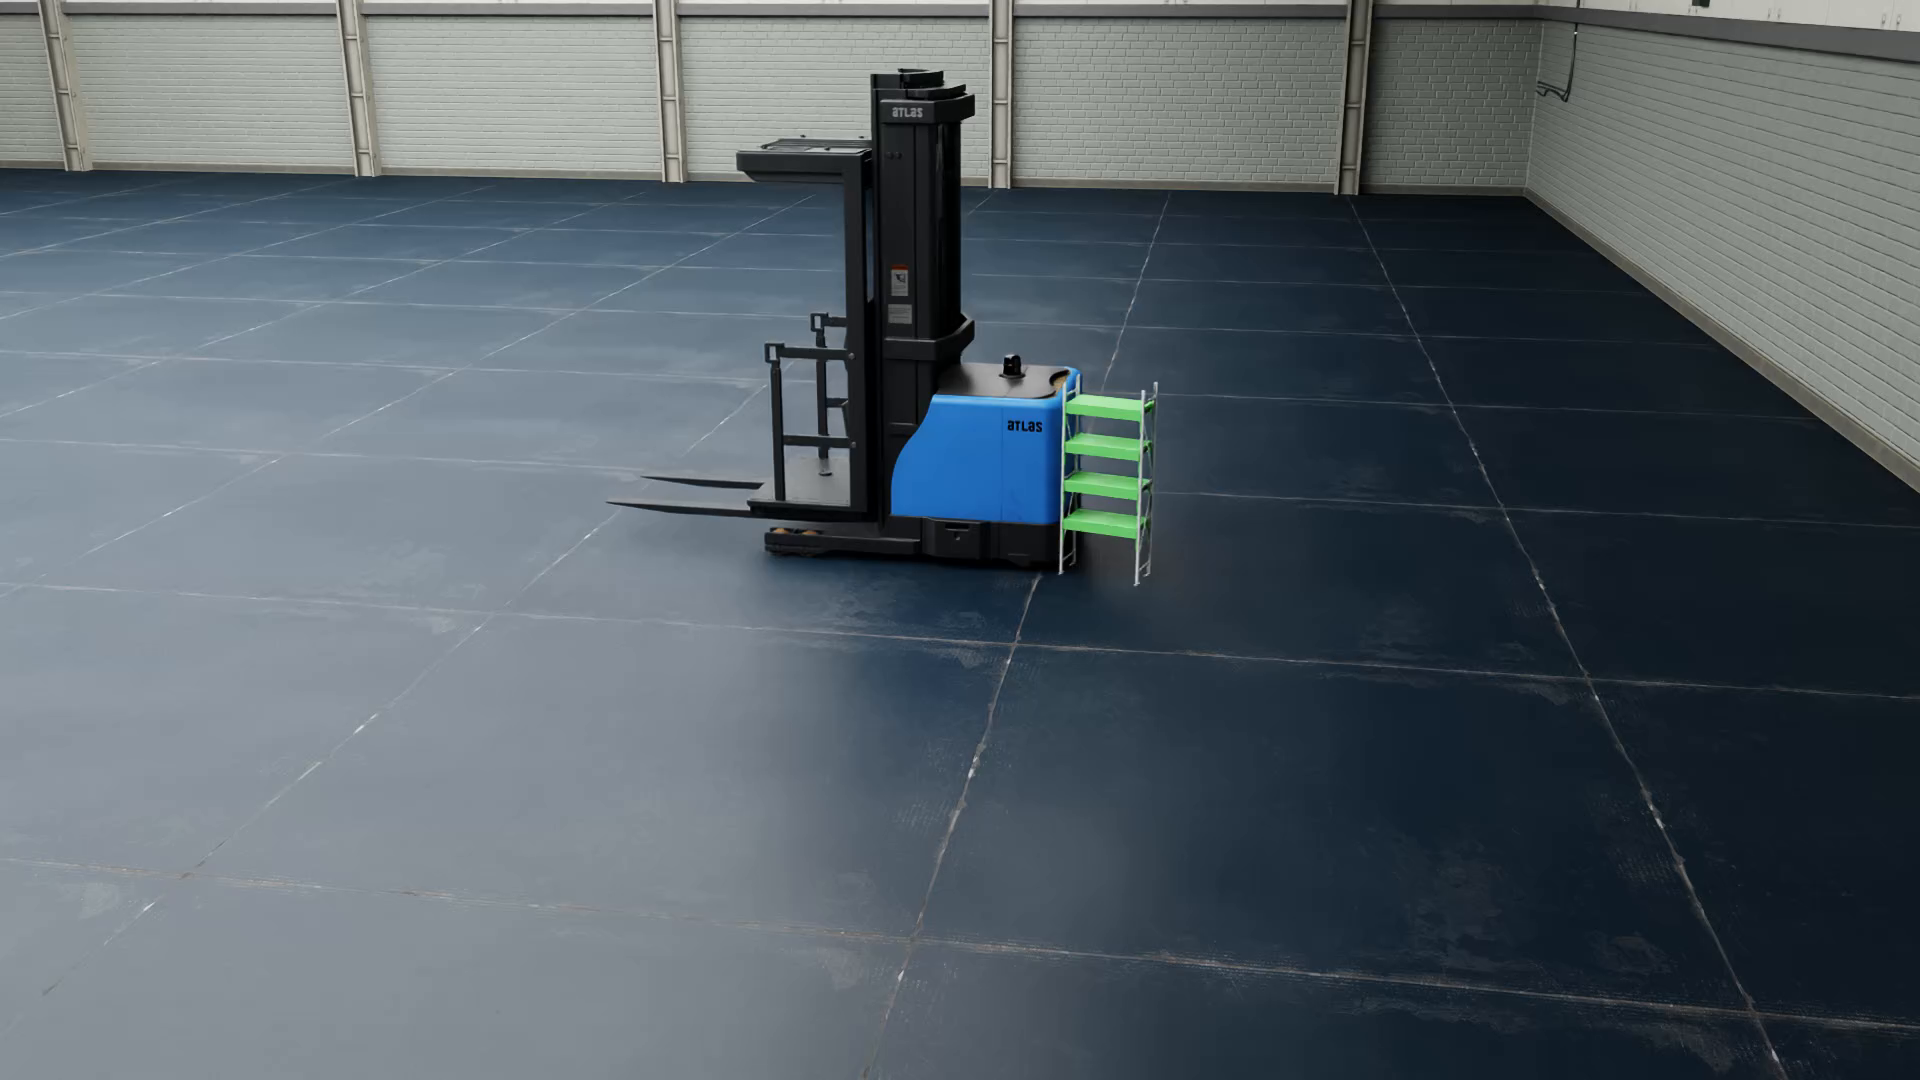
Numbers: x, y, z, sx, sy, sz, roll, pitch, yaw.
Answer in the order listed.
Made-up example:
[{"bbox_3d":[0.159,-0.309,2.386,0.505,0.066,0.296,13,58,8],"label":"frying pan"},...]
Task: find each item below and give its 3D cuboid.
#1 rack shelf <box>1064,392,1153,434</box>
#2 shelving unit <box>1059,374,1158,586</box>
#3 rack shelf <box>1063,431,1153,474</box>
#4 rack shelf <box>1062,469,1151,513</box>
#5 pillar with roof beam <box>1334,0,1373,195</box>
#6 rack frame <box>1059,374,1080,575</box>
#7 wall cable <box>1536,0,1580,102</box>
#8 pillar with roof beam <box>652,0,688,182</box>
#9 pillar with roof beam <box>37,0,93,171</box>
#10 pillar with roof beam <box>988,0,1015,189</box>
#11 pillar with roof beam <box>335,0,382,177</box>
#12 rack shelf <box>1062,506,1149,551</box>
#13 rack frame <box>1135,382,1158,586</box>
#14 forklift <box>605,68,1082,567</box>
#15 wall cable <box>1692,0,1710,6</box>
[{"bbox_3d":[0.886,-0.754,9.853,0.480,0.148,0.258,8,20,23],"label":"rack shelf"},{"bbox_3d":[0.886,-0.359,9.985,0.503,1.200,0.258,8,20,23],"label":"shelving unit"},{"bbox_3d":[0.886,-0.526,9.929,0.480,0.148,0.258,8,20,23],"label":"rack shelf"},{"bbox_3d":[0.886,-0.298,10.006,0.480,0.148,0.258,8,20,23],"label":"rack shelf"},{"bbox_3d":[5.959,-8.876,23.149,0.400,9.000,9.100,3,19,9],"label":"pillar with roof beam"},{"bbox_3d":[0.665,-0.391,10.082,0.015,1.200,0.240,8,20,23],"label":"rack frame"},{"bbox_3d":[9.341,-8.190,25.991,0.112,2.526,3.097,3,19,9],"label":"wall cable"},{"bbox_3d":[-5.889,-9.480,24.954,0.400,9.000,9.100,3,19,9],"label":"pillar with roof beam"},{"bbox_3d":[-17.737,-10.084,26.759,0.400,9.000,9.100,3,19,9],"label":"pillar with roof beam"},{"bbox_3d":[0.035,-9.178,24.052,0.400,9.000,9.100,3,19,9],"label":"pillar with roof beam"},{"bbox_3d":[-11.813,-9.782,25.857,0.400,9.000,9.100,3,19,9],"label":"pillar with roof beam"},{"bbox_3d":[0.886,-0.071,10.082,0.480,0.148,0.258,8,20,23],"label":"rack shelf"},{"bbox_3d":[1.108,-0.327,9.889,0.015,1.200,0.240,8,20,23],"label":"rack frame"},{"bbox_3d":[-0.769,-1.439,10.484,3.031,2.935,1.130,4,19,11],"label":"forklift"},{"bbox_3d":[7.819,-8.302,16.073,0.169,6.003,2.305,3,19,9],"label":"wall cable"}]
